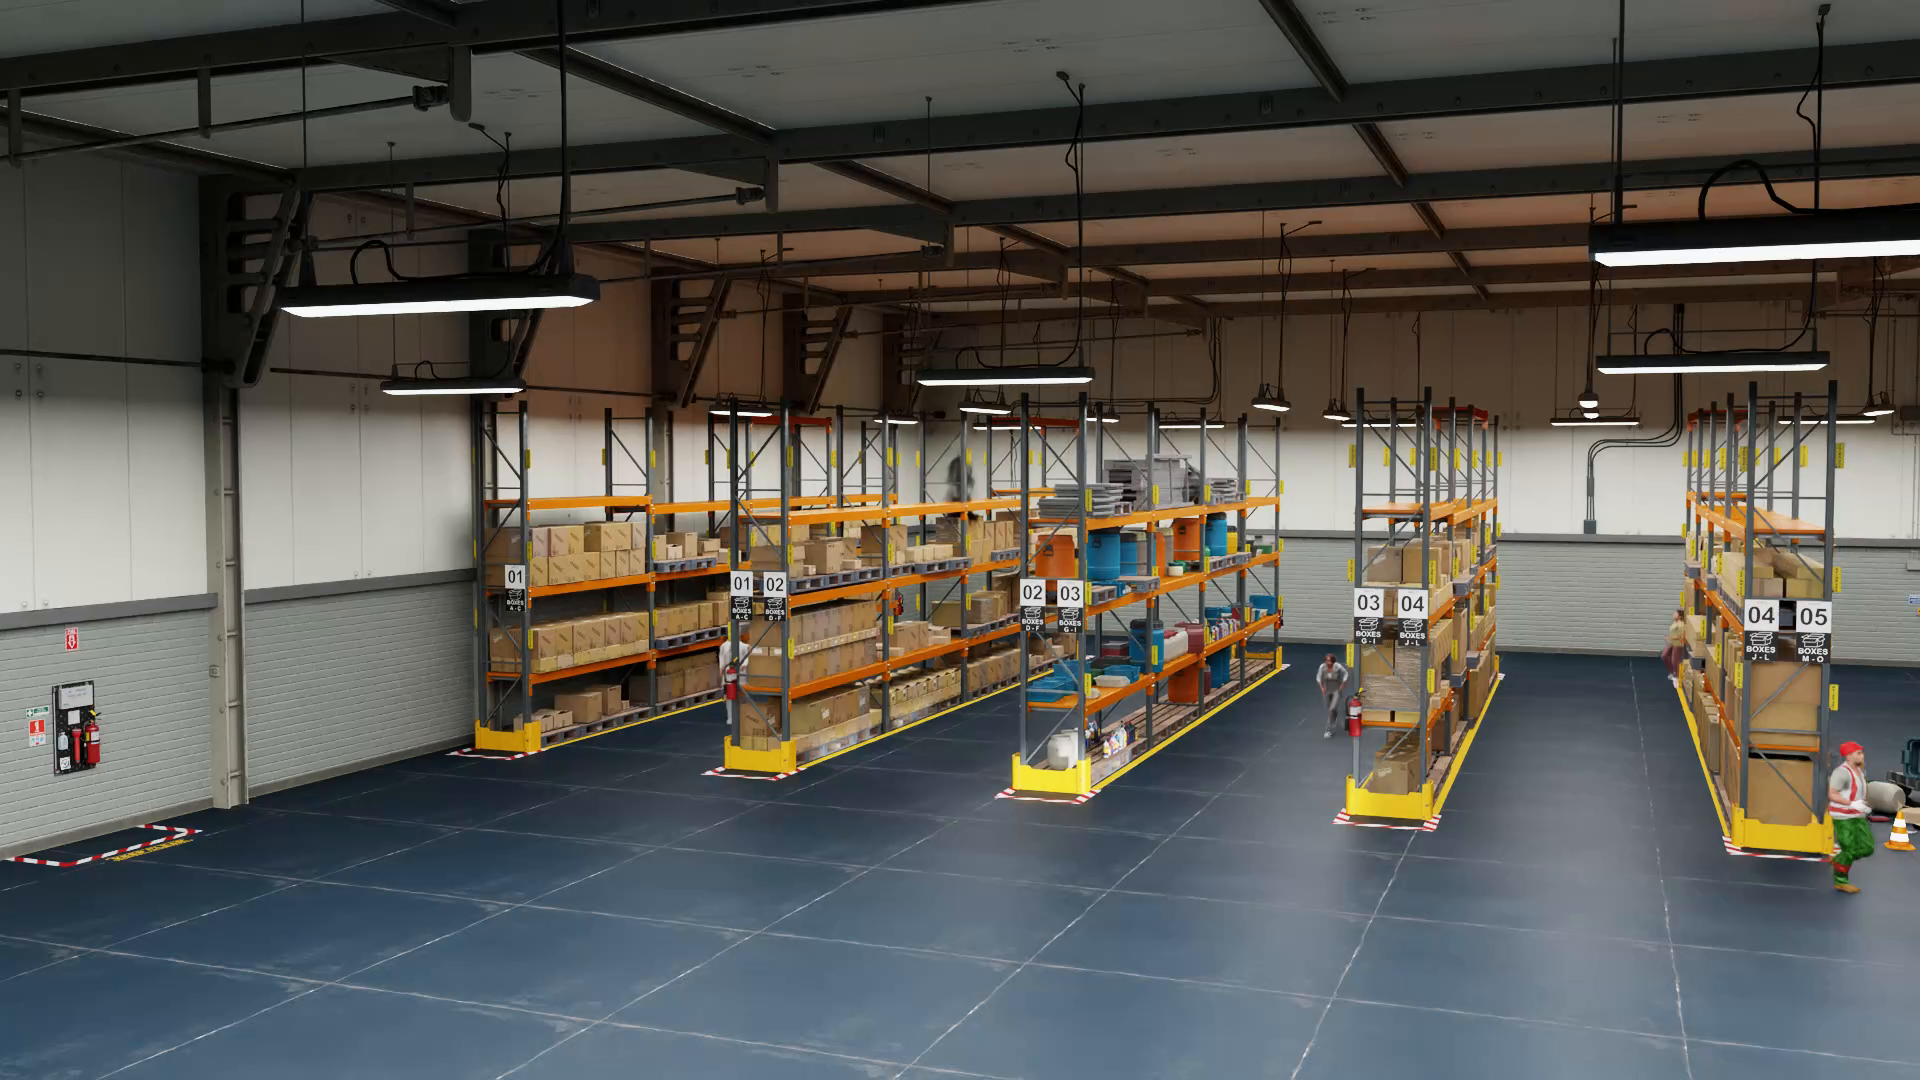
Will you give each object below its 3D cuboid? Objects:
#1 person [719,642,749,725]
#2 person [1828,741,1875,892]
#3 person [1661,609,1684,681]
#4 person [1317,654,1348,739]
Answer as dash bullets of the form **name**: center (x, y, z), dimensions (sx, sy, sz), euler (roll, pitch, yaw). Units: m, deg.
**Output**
- **person**: center (-4.298, 2.591, 31.805), dimensions (0.687, 1.775, 0.943), euler (0, 3, 8)
- **person**: center (10.267, 3.195, 19.171), dimensions (0.641, 1.750, 0.618), euler (-2, 3, -34)
- **person**: center (16.096, 2.375, 37.363), dimensions (0.567, 1.635, 0.593), euler (0, 3, -1)
- **person**: center (6.748, 2.792, 30.109), dimensions (0.560, 1.550, 0.899), euler (1, 3, 18)
